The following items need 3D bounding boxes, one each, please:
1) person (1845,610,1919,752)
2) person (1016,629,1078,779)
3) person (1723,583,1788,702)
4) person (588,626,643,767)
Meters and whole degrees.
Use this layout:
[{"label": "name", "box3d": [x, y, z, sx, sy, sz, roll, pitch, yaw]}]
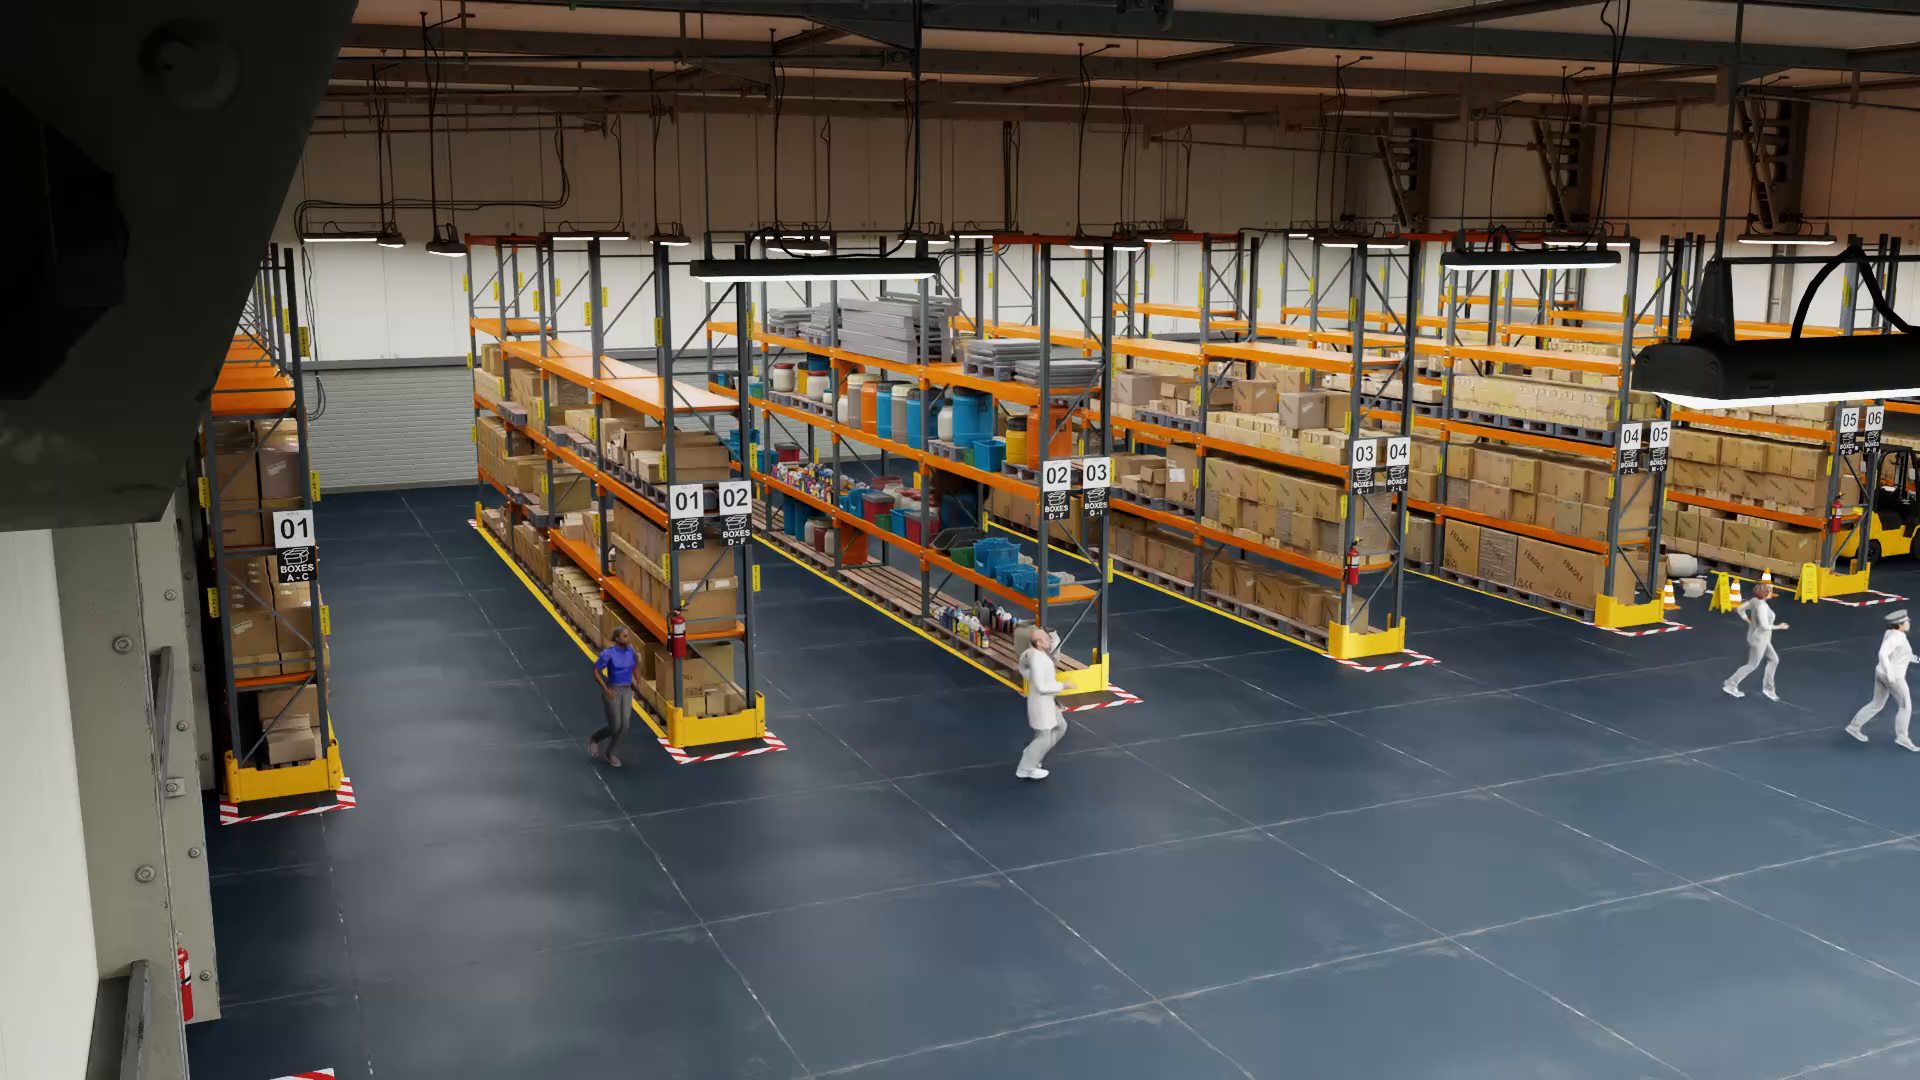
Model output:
[{"label": "person", "box3d": [11.197, 1.673, 20.057, 0.794, 1.729, 0.605, 2, 11, 9]}, {"label": "person", "box3d": [0.985, 1.864, 18.911, 0.691, 1.751, 0.687, 0, 11, 2]}, {"label": "person", "box3d": [10.548, 1.357, 22.027, 0.733, 1.615, 0.538, 3, 11, 16]}, {"label": "person", "box3d": [-4.047, 1.811, 19.629, 0.555, 1.610, 0.649, 9, 14, 39]}]
